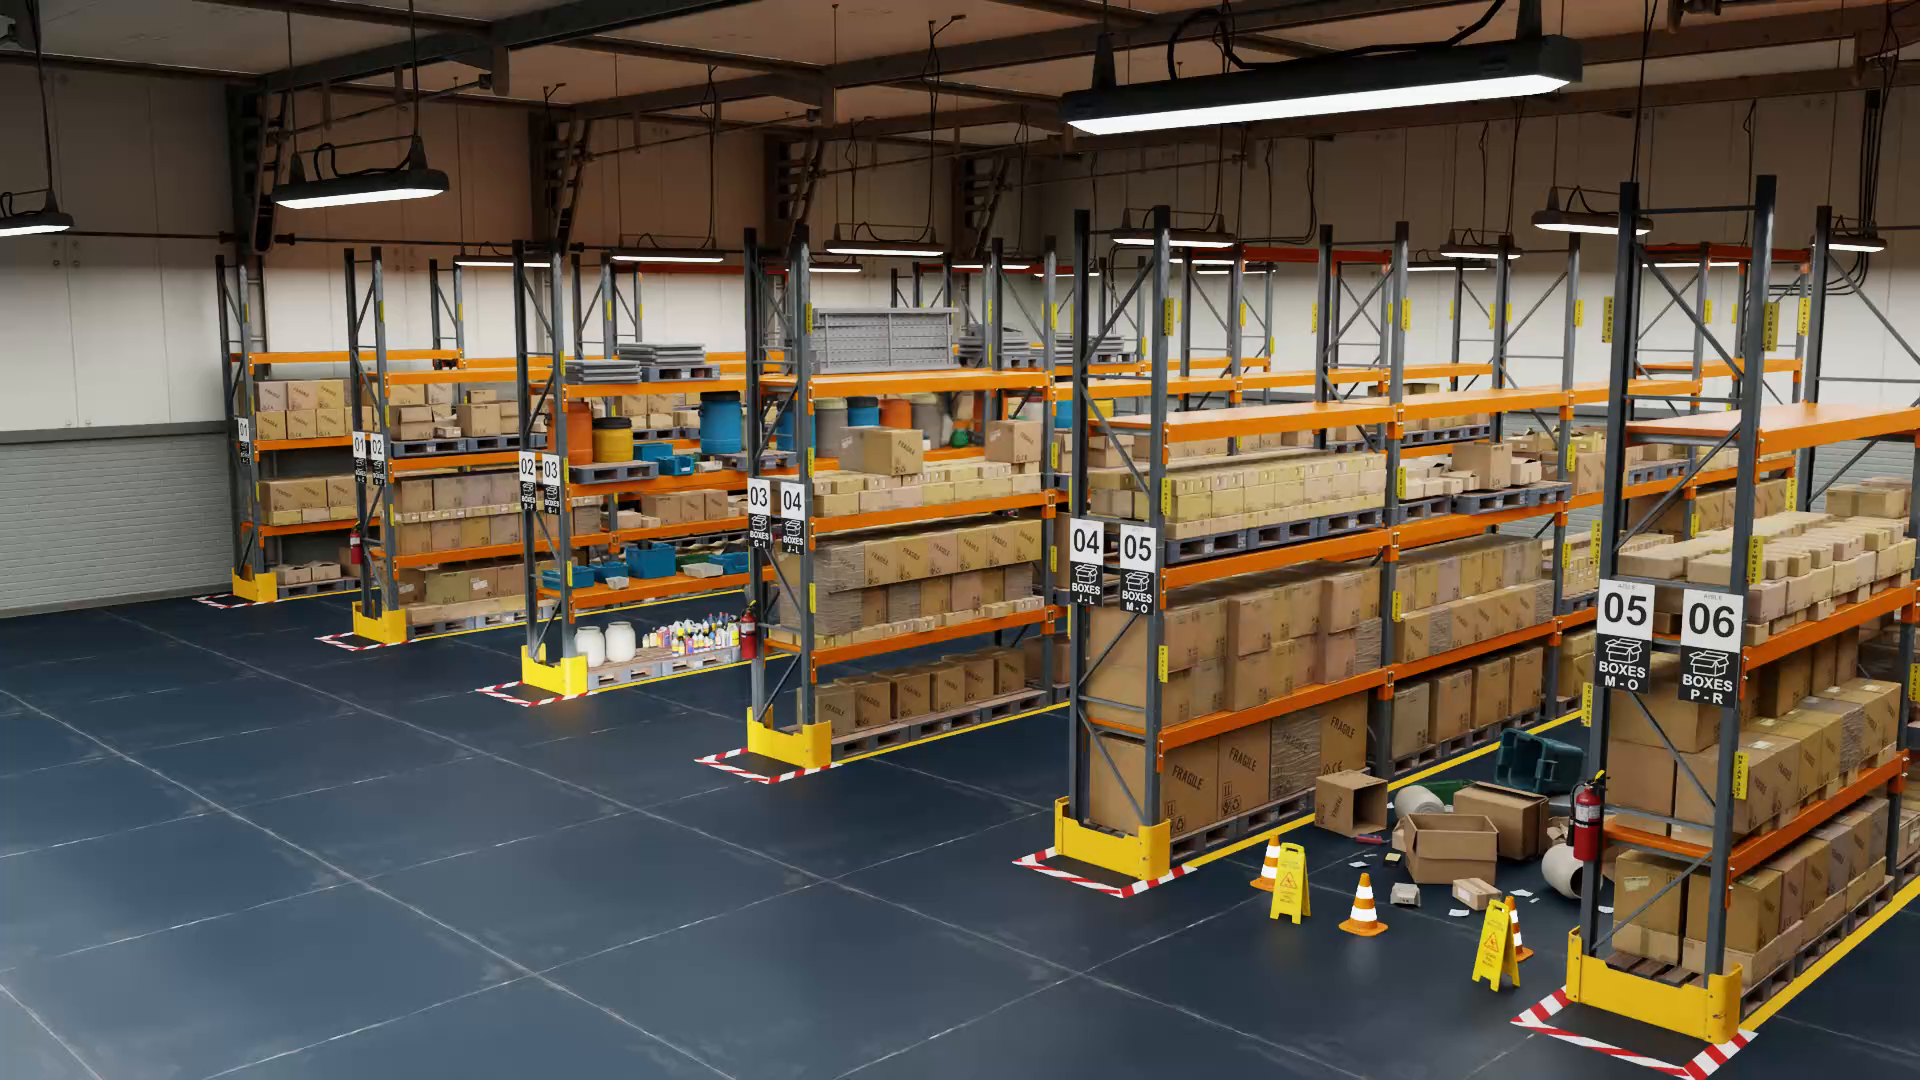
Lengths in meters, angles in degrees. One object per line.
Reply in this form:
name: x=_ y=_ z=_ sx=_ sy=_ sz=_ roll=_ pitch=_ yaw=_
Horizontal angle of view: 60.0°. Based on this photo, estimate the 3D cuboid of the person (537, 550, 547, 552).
person: x=-7.746 y=0.032 z=30.762 sx=0.735 sy=1.578 sz=0.838 roll=3 pitch=8 yaw=18

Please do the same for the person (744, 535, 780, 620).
person: x=-3.144 y=0.485 z=26.570 sx=0.845 sy=1.821 sz=0.680 roll=-3 pitch=9 yaw=-21
